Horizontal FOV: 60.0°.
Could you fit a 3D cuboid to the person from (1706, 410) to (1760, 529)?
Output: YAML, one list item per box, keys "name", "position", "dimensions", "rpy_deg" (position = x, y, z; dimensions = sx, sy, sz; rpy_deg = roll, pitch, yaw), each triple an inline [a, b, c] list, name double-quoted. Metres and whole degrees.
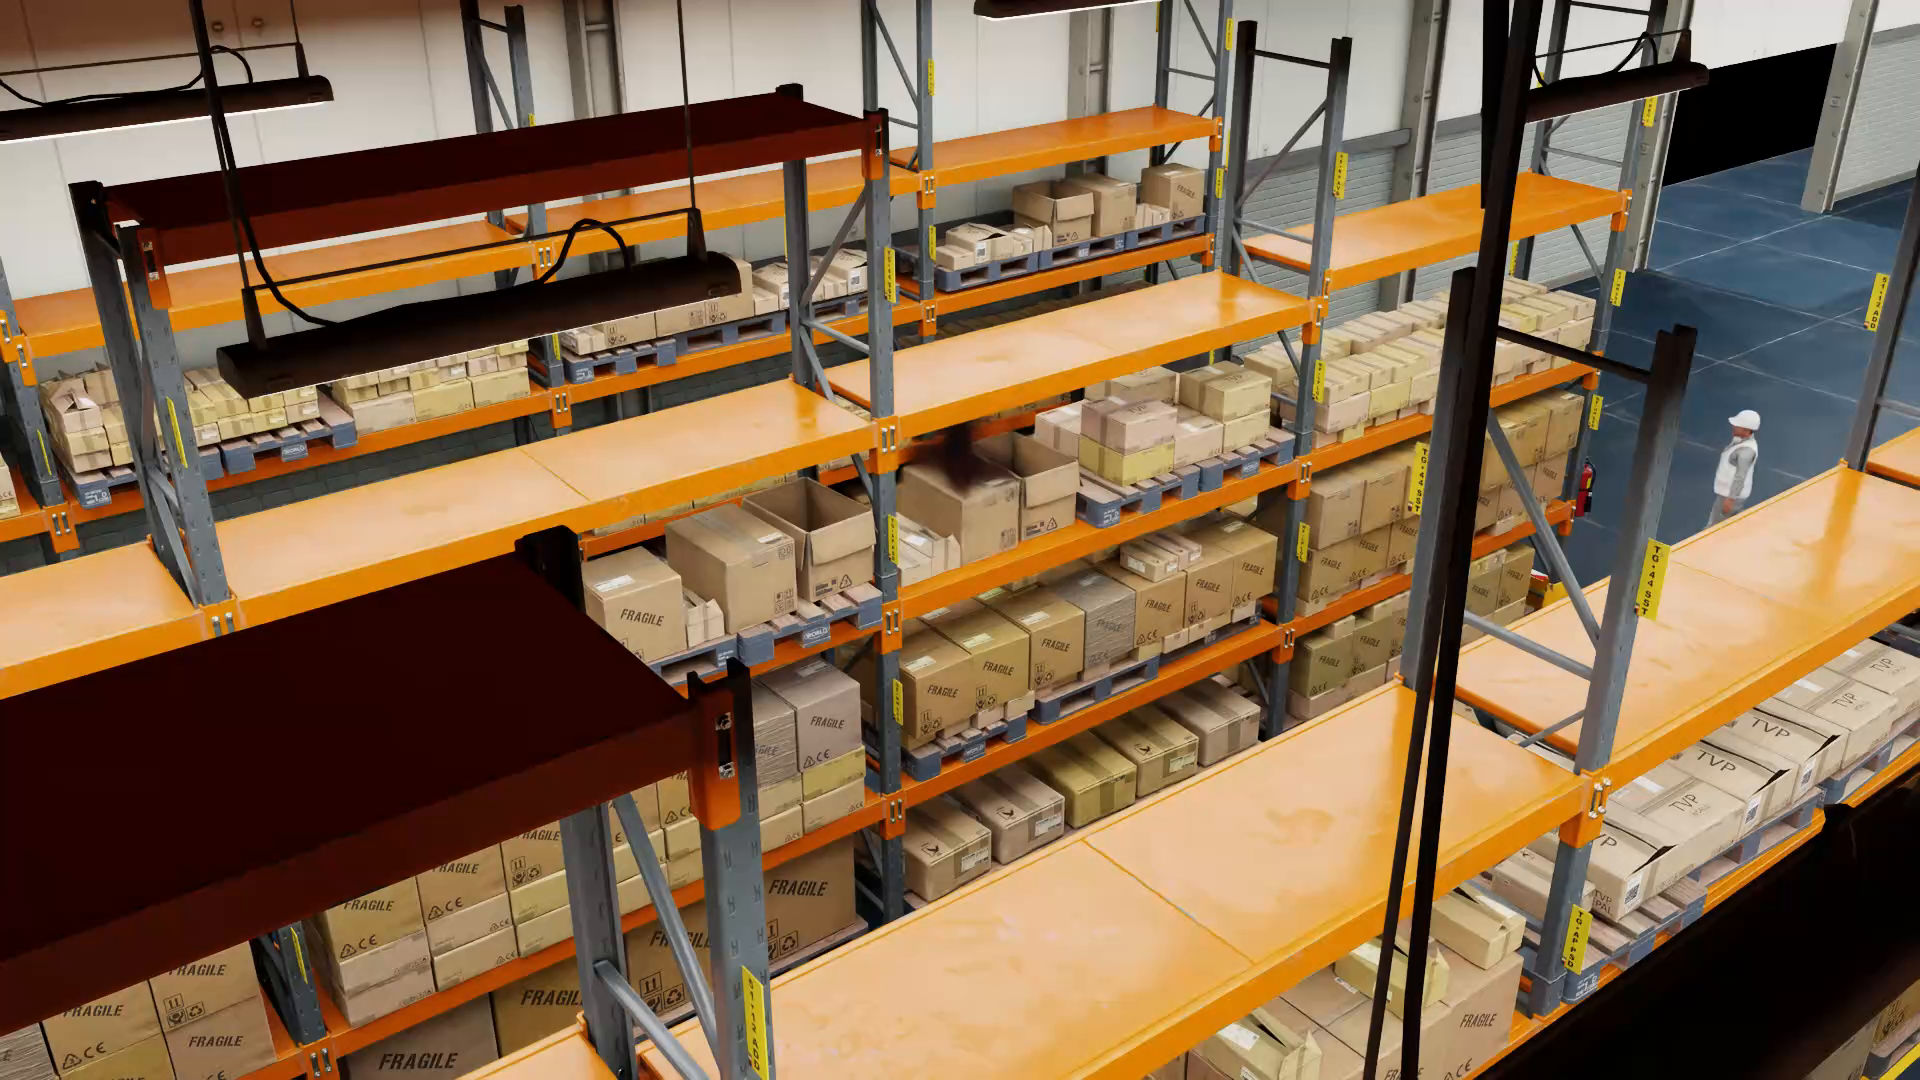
- name: "person"
  position: [7.936, -0.470, 17.151]
  dimensions: [0.388, 1.859, 0.600]
  rpy_deg: [15, 30, 27]
